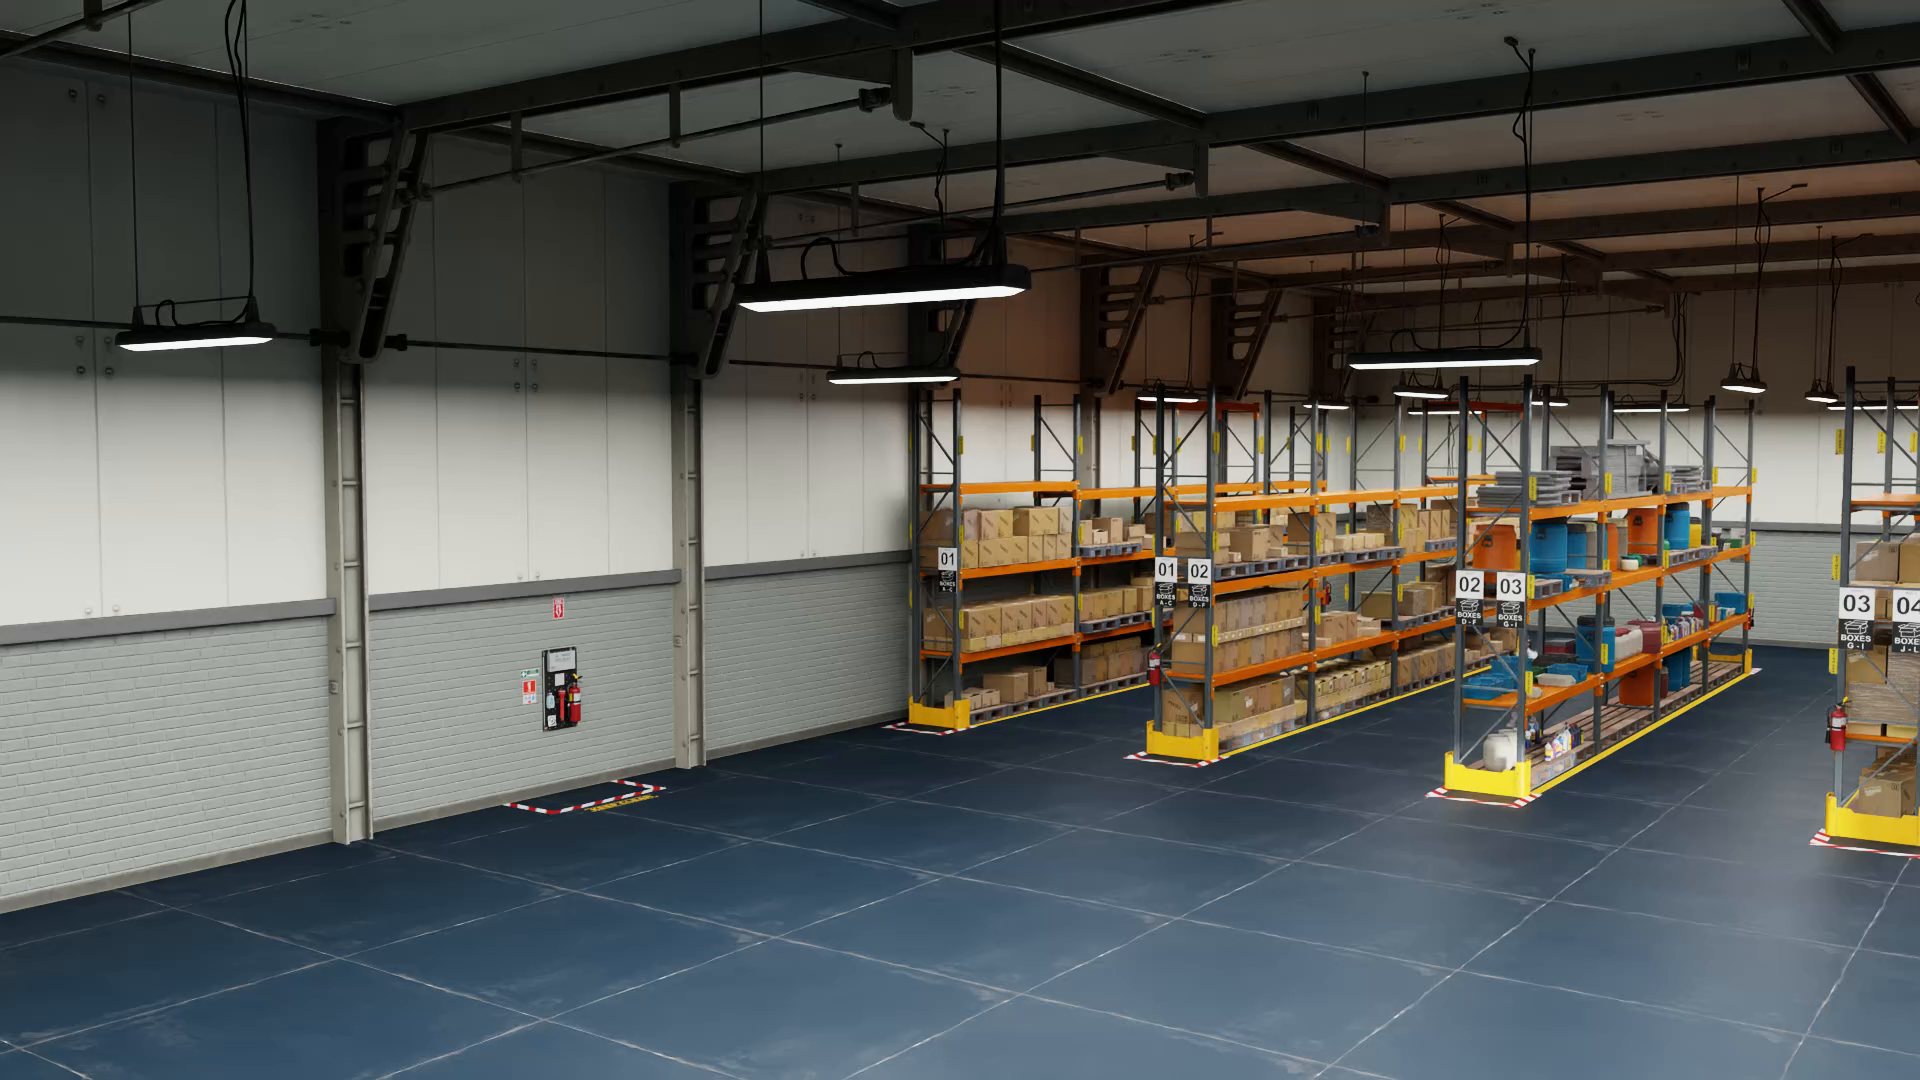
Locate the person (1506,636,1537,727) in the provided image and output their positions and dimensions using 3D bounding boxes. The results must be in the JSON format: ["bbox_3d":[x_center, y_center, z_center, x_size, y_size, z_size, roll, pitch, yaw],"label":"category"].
[{"bbox_3d":[10.028,2.483,29.533,0.491,1.620,1.023,3,4,38],"label":"person"}]
